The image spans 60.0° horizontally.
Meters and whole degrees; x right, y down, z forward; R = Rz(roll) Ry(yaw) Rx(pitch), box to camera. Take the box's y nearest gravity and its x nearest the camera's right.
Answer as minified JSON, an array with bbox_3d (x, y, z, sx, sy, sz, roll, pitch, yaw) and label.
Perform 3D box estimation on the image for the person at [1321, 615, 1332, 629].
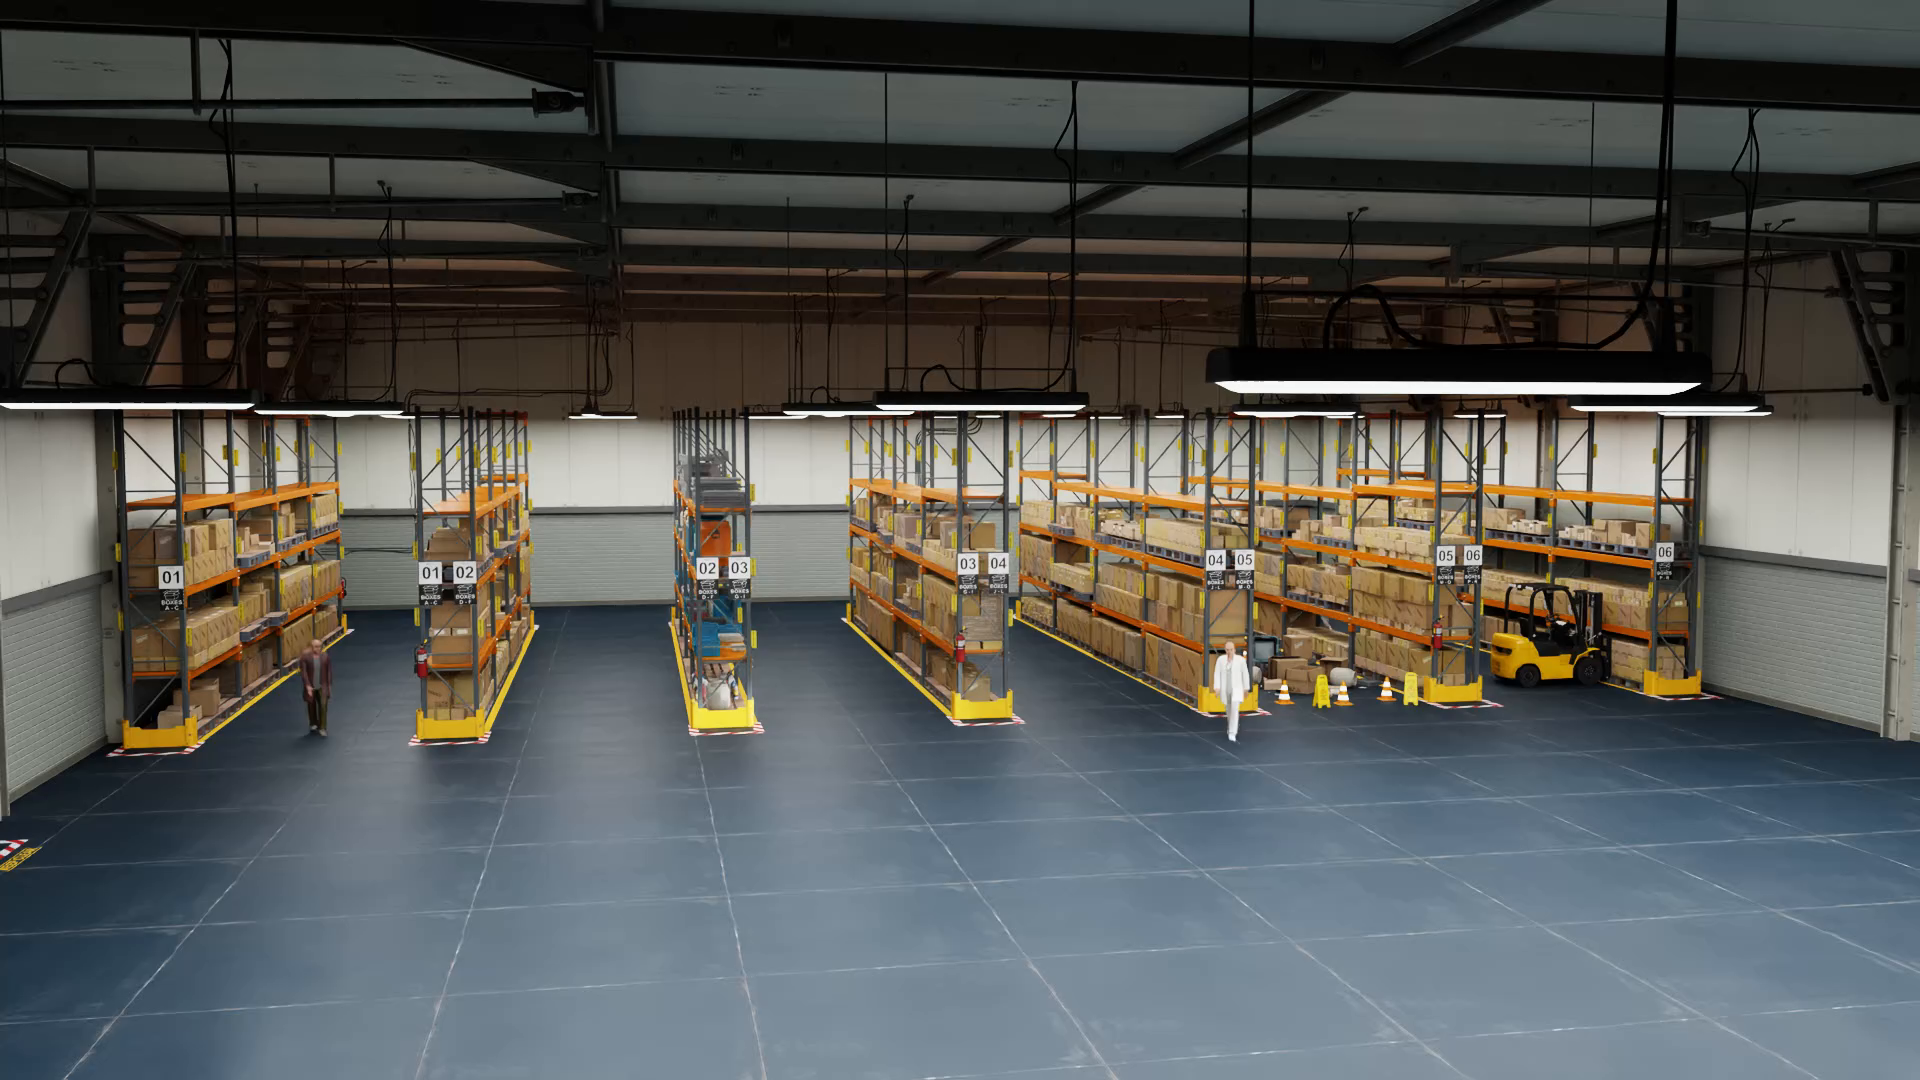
[{"bbox_3d":[9.884,1.760,44.733,0.491,1.583,0.509,-3,5,-38],"label":"person"}]

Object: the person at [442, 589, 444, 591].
[{"bbox_3d":[-13.584,1.803,43.498,0.489,1.670,0.495,1,4,14],"label":"person"}]

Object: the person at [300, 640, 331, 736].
[{"bbox_3d":[-11.748,2.688,30.381,0.560,1.716,1.095,-2,5,-28],"label":"person"}]

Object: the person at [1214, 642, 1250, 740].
[{"bbox_3d":[4.855,2.704,29.907,0.609,1.733,1.085,2,5,31],"label":"person"}]
